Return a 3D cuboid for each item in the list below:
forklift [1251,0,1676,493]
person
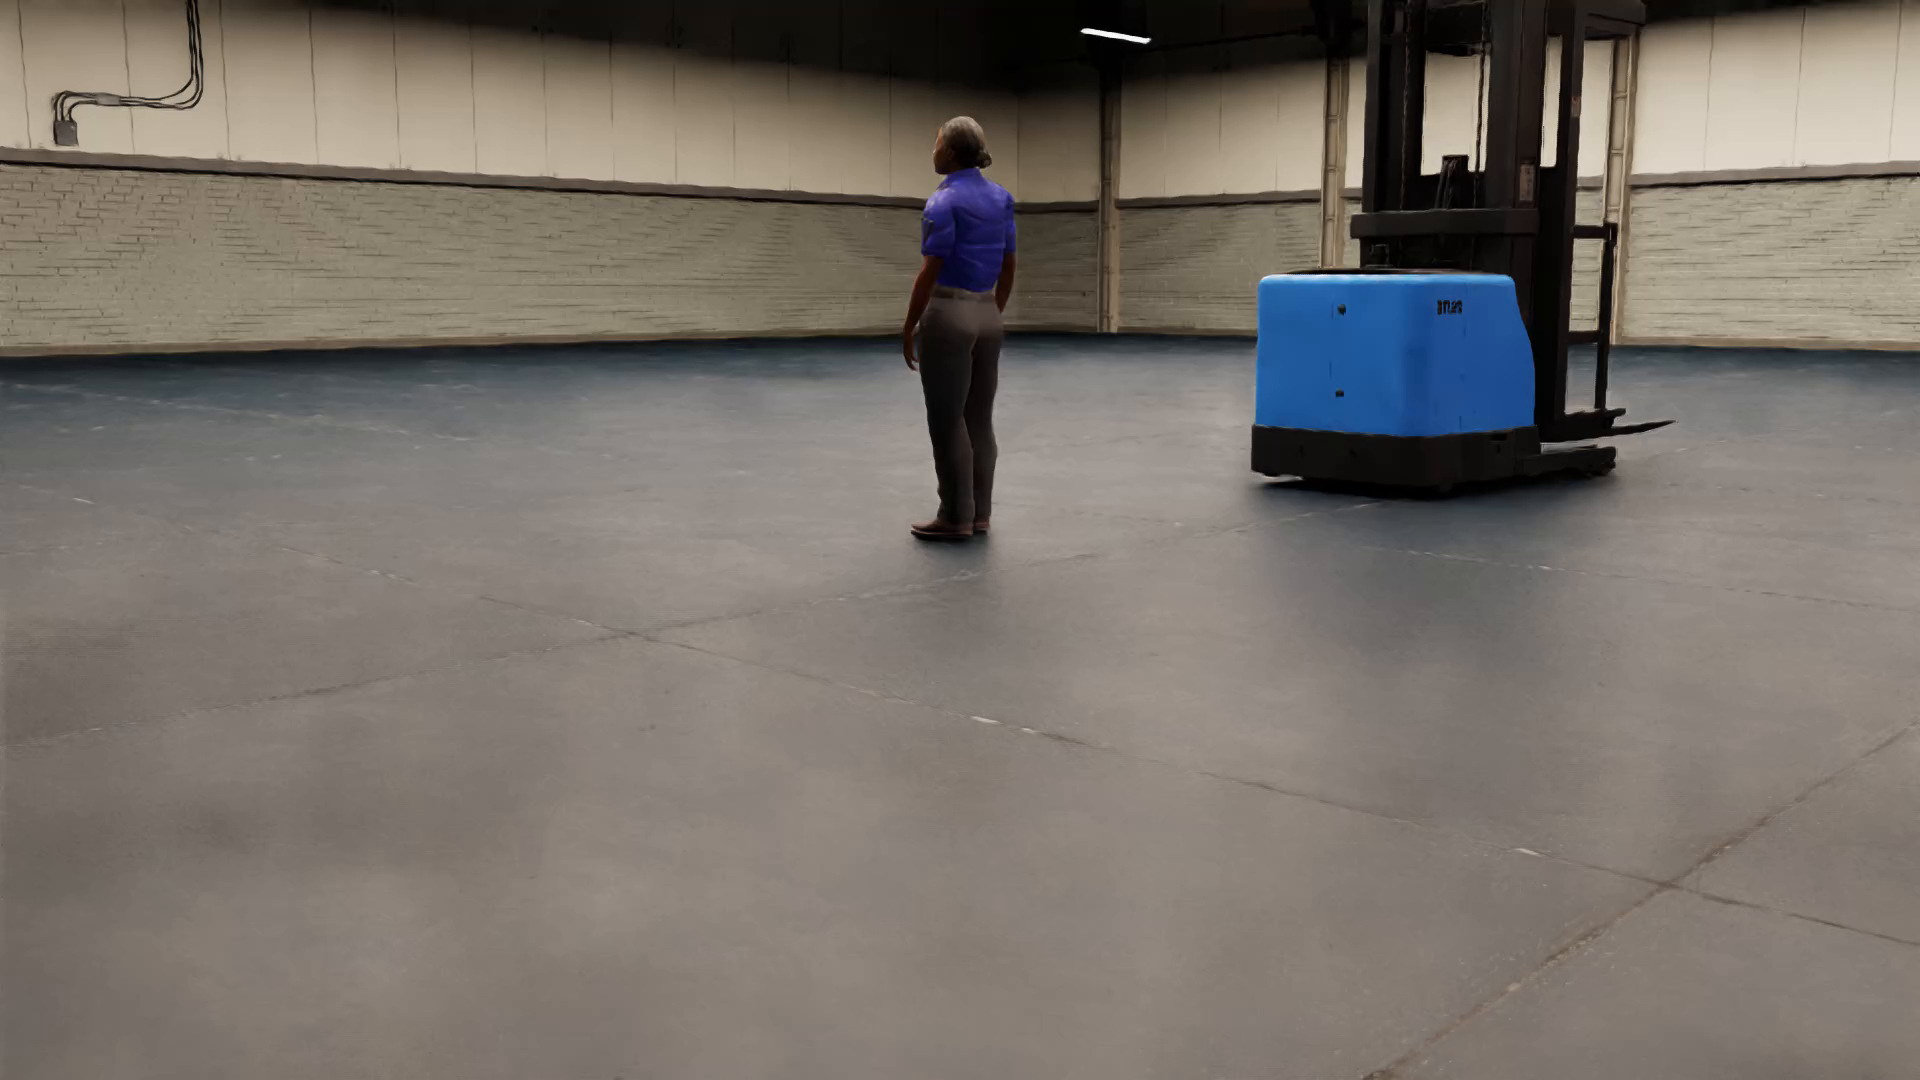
[{"bbox_3d":[2.946,-1.833,9.047,3.031,2.935,1.130,-8,11,-41],"label":"forklift"},{"bbox_3d":[-0.049,-0.836,6.667,0.503,1.654,0.570,8,12,43],"label":"person"}]
